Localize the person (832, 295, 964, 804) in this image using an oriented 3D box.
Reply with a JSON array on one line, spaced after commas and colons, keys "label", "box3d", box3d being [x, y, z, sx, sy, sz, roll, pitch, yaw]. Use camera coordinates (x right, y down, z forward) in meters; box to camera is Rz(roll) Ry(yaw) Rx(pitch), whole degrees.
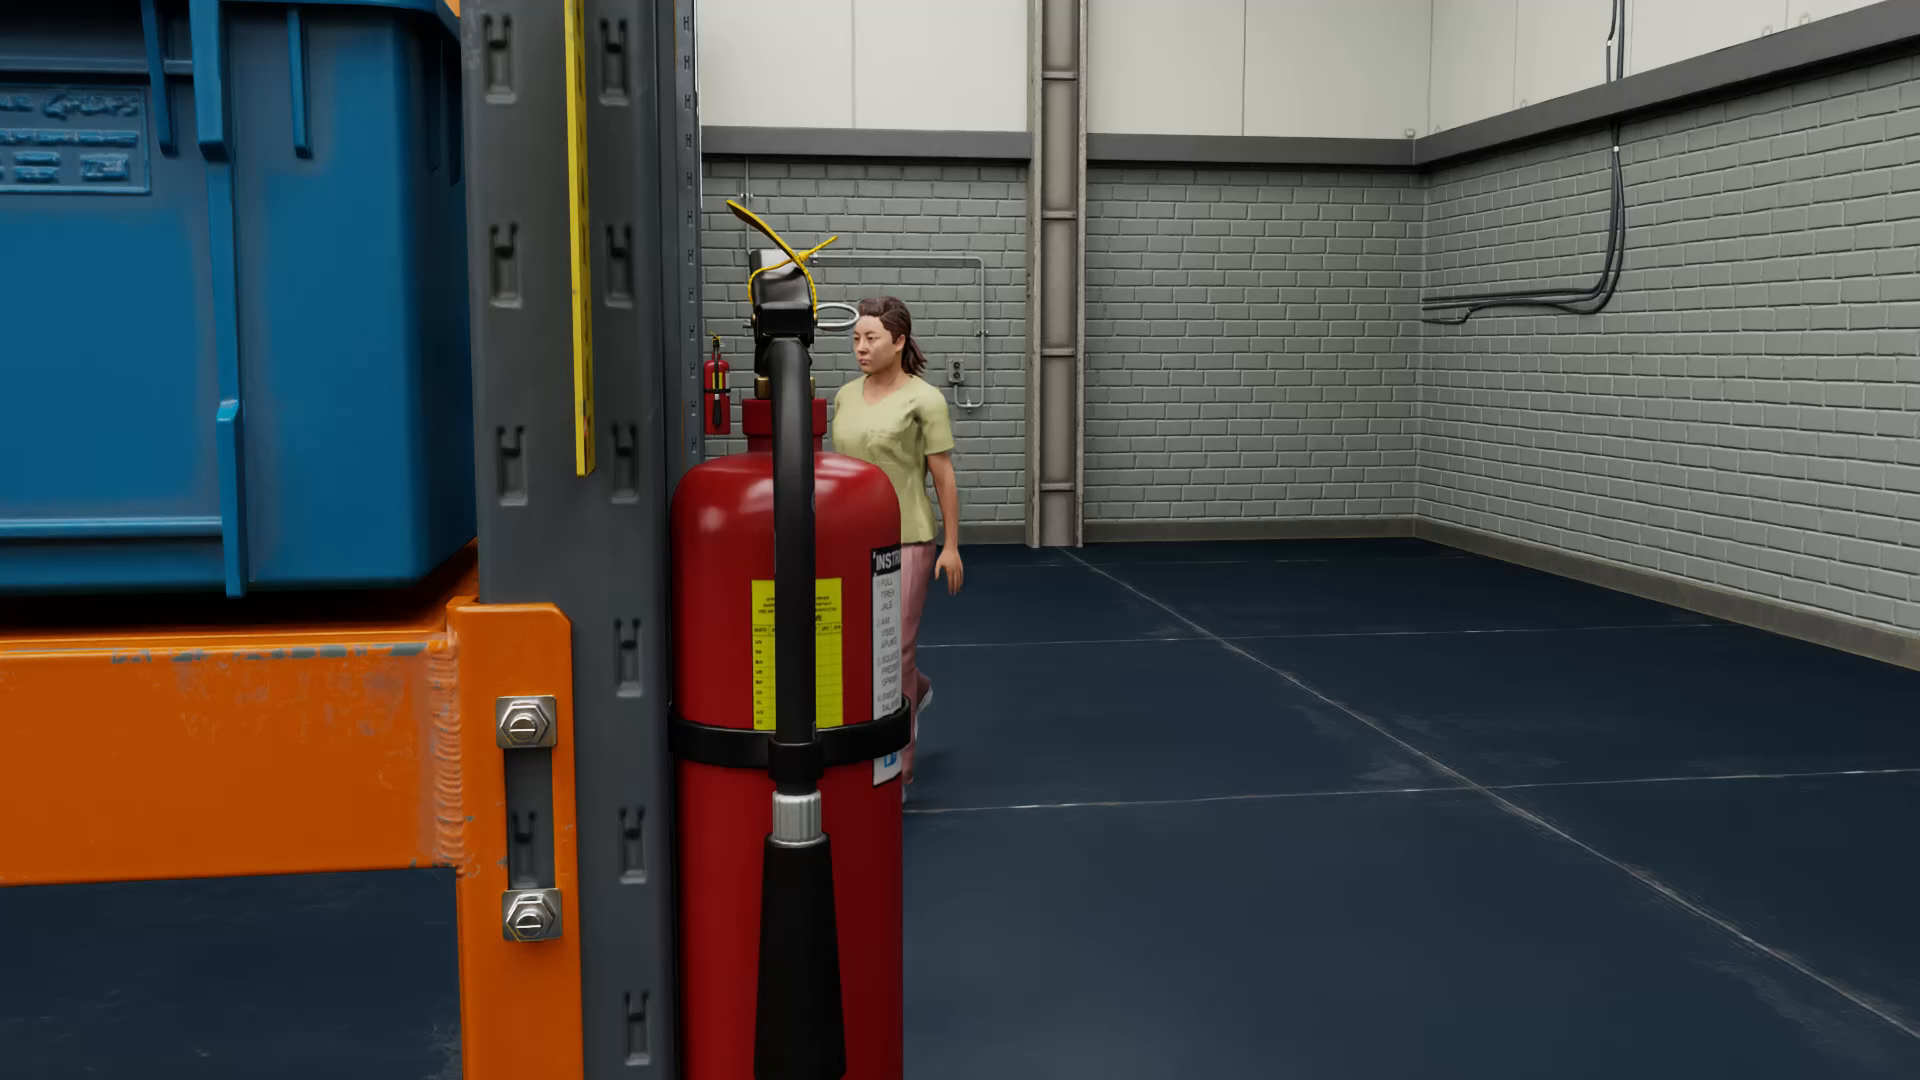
[{"label": "person", "box3d": [-0.211, 0.019, 5.578, 0.498, 1.659, 0.823, 4, 8, 31]}]
